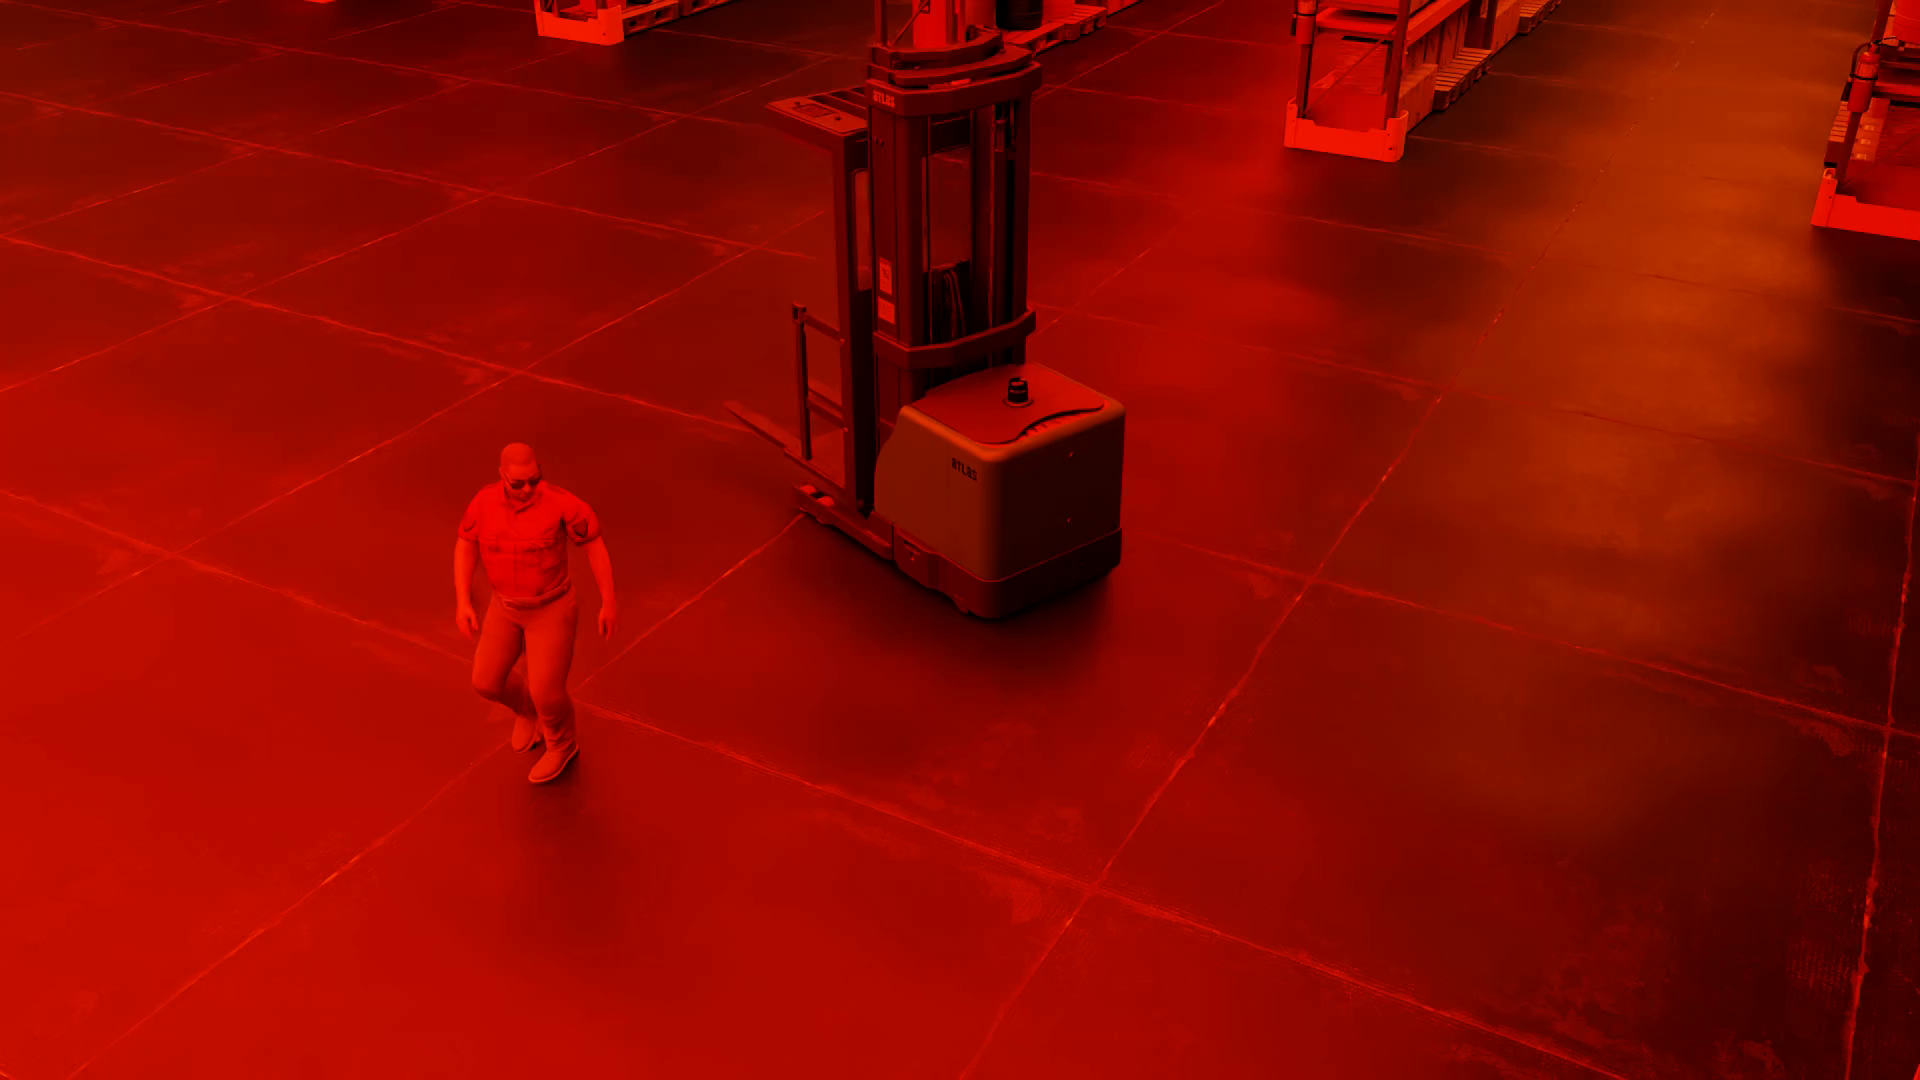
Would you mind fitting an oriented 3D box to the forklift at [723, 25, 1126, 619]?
[{"bbox_3d":[-0.382,-1.507,9.682,1.130,2.935,3.031,-22,37,-33],"label":"forklift"}]

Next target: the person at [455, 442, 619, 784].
[{"bbox_3d":[-1.960,0.344,7.734,0.779,1.707,0.492,10,31,17],"label":"person"}]
